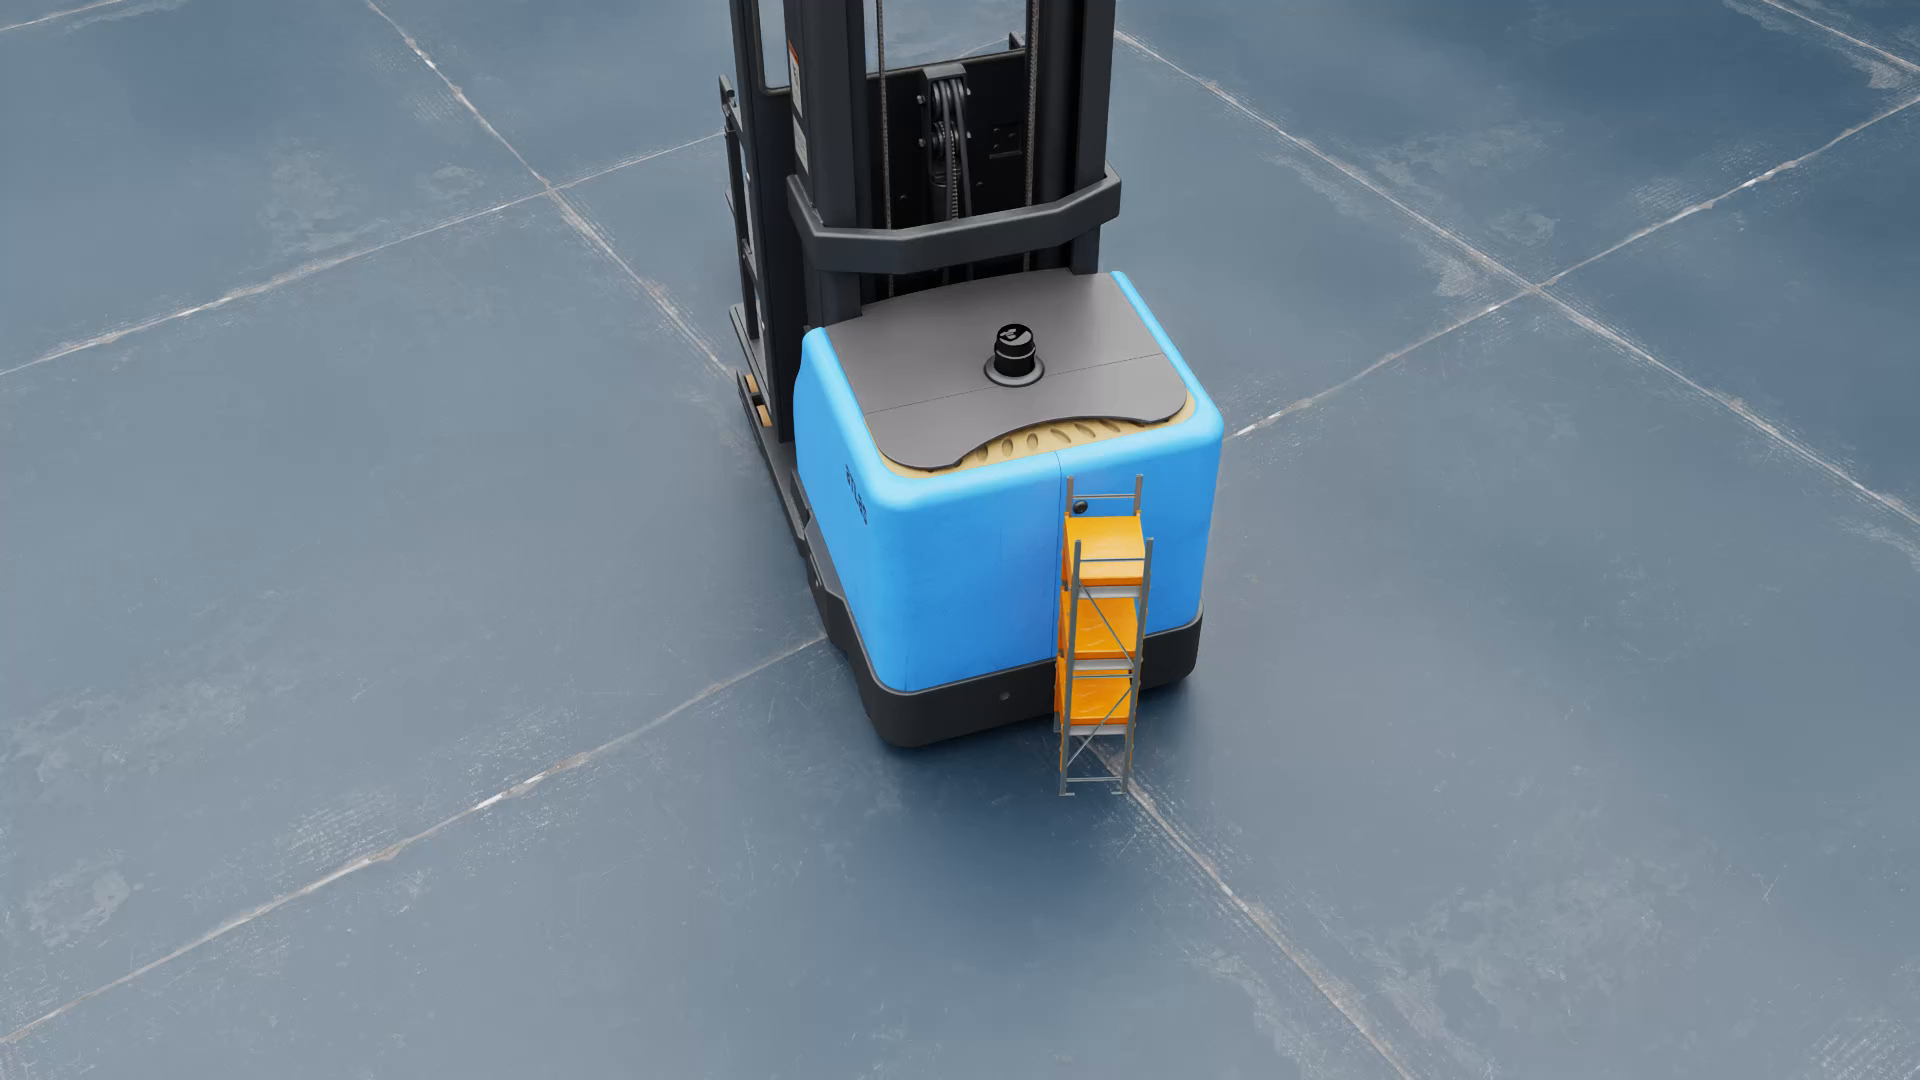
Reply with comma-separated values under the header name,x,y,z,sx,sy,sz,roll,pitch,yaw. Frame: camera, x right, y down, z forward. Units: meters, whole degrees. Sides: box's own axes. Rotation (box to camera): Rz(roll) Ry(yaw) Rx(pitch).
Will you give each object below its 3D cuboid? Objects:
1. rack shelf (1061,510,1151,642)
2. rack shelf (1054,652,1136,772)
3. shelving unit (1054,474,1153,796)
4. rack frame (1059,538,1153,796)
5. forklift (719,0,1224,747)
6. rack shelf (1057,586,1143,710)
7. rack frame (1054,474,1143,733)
name,x,y,z,sx,sy,sz,roll,pitch,yaw
rack shelf,0.389,0.097,4.492,0.215,0.259,0.240,-1,44,-1
rack shelf,0.392,0.503,4.880,0.215,0.259,0.240,-1,44,-1
shelving unit,0.391,0.295,4.680,0.215,1.050,0.252,-1,44,-1
rack frame,0.394,0.379,4.592,0.200,1.050,0.008,-1,44,-1
forklift,-0.194,-1.472,5.169,1.130,2.935,3.031,-13,45,-13
rack shelf,0.391,0.302,4.688,0.215,0.259,0.240,-1,44,-1
rack frame,0.387,0.210,4.769,0.200,1.050,0.008,-1,44,-1
